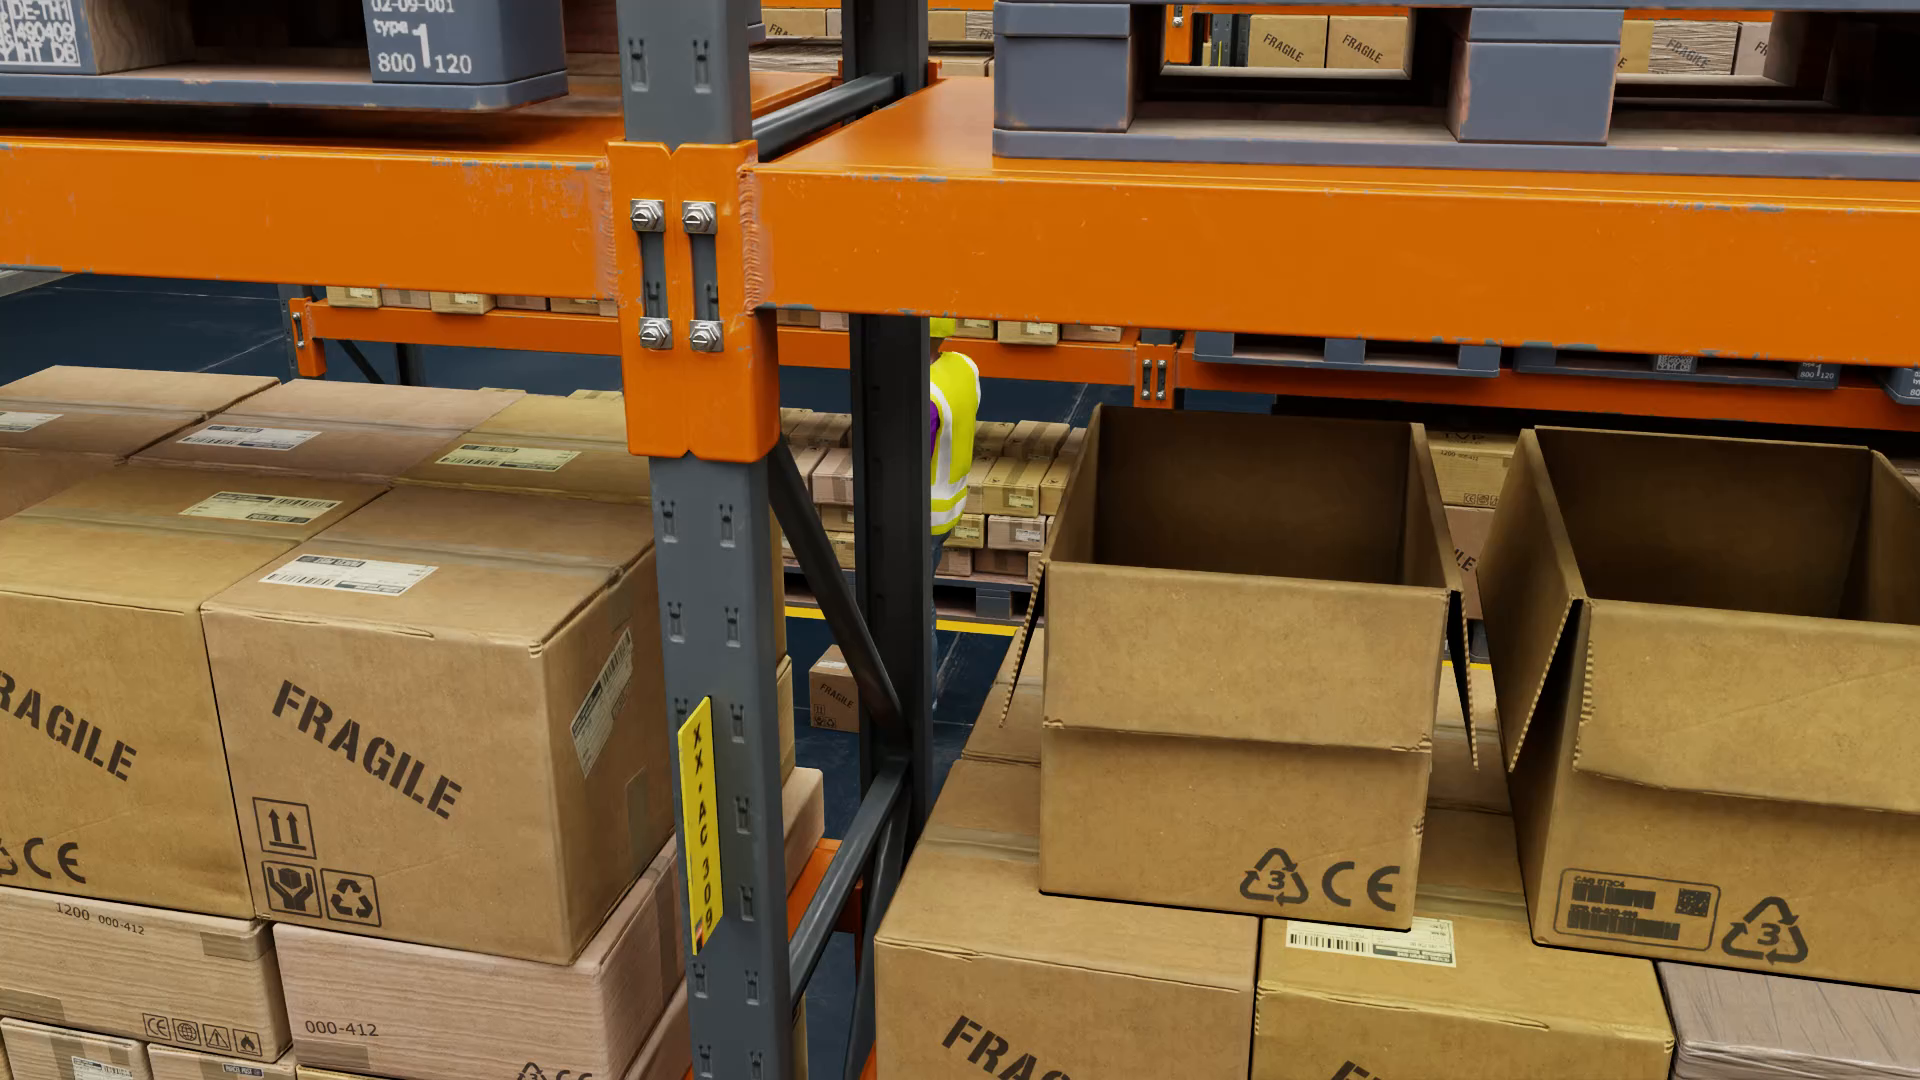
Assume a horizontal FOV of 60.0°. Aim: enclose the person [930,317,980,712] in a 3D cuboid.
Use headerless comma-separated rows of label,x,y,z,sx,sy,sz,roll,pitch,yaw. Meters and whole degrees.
person,-0.235,-0.107,6.299,0.577,1.765,0.665,7,22,17
